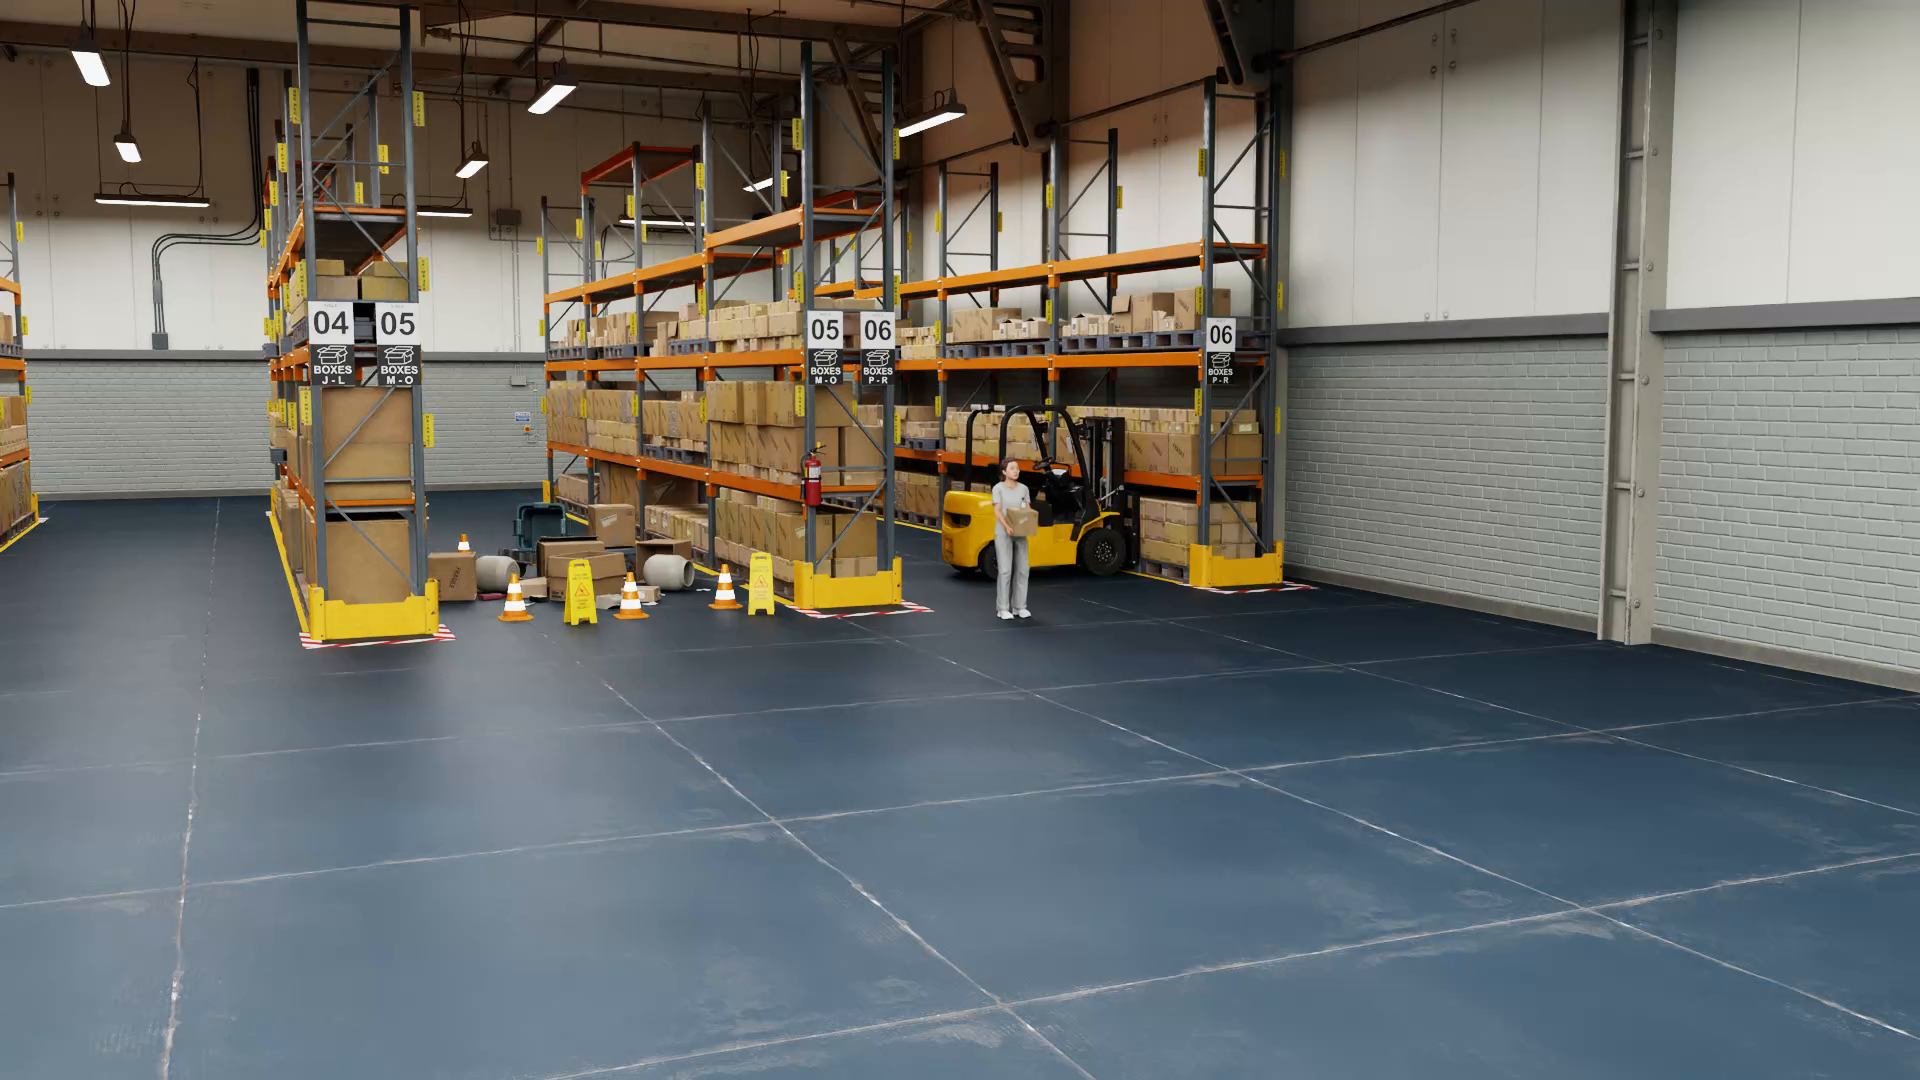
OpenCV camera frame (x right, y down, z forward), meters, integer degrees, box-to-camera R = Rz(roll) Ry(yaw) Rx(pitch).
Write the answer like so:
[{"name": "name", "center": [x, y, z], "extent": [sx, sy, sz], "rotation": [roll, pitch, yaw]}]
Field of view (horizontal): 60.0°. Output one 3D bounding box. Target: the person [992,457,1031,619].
[{"name": "person", "center": [0.557, -0.021, 17.255], "extent": [0.436, 1.664, 0.558], "rotation": [-2, 6, -23]}]
